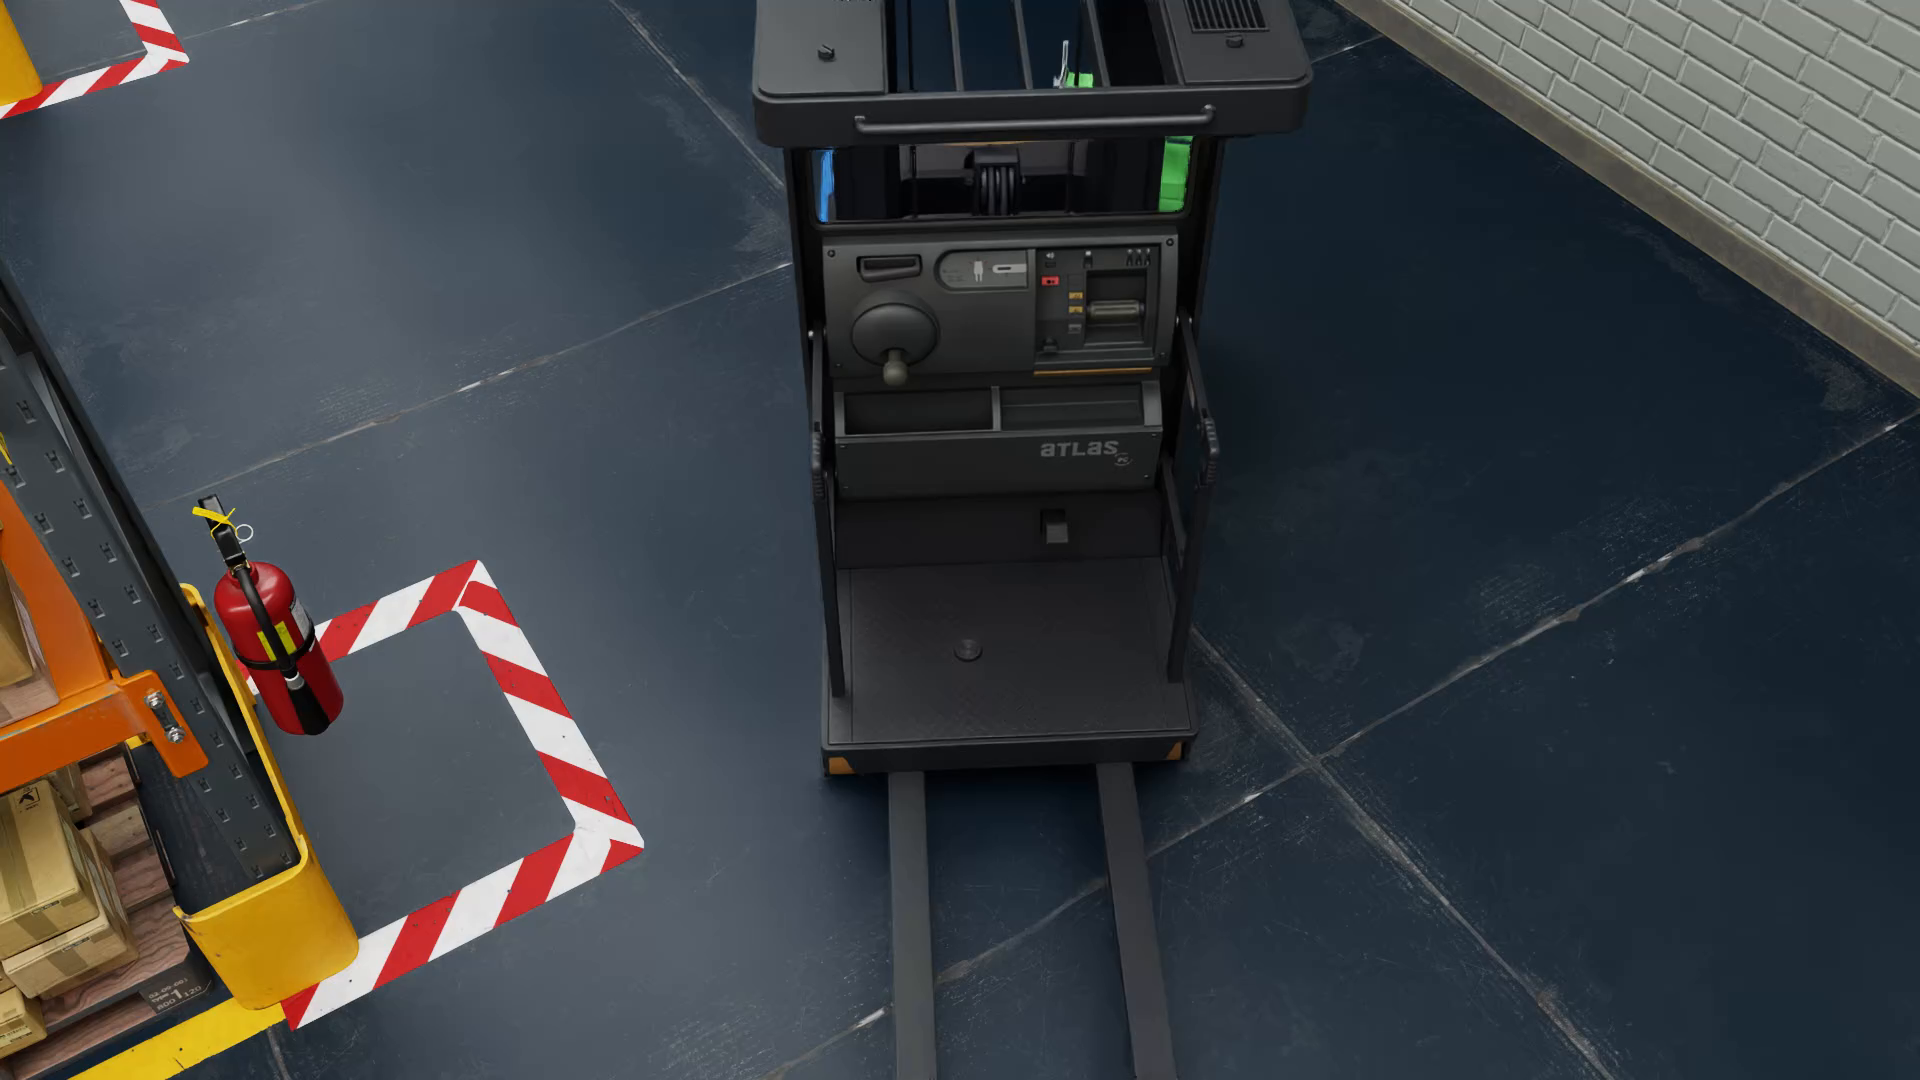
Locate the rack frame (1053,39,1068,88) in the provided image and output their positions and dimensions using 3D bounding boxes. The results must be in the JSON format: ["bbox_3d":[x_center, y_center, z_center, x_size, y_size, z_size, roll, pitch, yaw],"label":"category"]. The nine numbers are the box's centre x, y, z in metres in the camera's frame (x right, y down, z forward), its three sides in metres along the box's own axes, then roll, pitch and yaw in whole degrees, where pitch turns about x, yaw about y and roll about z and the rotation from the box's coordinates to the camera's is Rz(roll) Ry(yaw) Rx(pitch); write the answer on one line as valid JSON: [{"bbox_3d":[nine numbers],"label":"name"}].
[{"bbox_3d":[0.338,-1.215,6.026,0.015,1.200,0.240,8,48,7],"label":"rack frame"}]

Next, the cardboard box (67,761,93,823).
[{"bbox_3d":[-2.686,0.668,4.774,0.250,0.149,0.380,-24,53,-20],"label":"cardboard box"}]

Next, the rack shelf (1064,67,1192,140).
[{"bbox_3d":[0.578,-1.460,5.688,0.480,0.148,0.258,8,48,7],"label":"rack shelf"}]

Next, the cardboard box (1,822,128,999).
[{"bbox_3d":[-2.366,0.953,4.321,0.250,0.149,0.380,-27,53,-22],"label":"cardboard box"}]

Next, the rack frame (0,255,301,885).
[{"bbox_3d":[-2.072,-0.147,3.872,0.127,3.000,1.000,-25,53,-21],"label":"rack frame"}]

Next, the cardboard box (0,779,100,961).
[{"bbox_3d":[-2.384,0.835,4.228,0.250,0.149,0.380,-25,53,-20],"label":"cardboard box"}]

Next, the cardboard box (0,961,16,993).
[{"bbox_3d":[-2.616,1.023,4.259,0.250,0.149,0.380,-26,53,-22],"label":"cardboard box"}]

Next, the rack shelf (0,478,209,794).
[{"bbox_3d":[-3.763,0.889,3.431,4.000,0.370,1.077,-25,53,-21],"label":"rack shelf"}]

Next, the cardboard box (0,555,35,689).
[{"bbox_3d":[-2.314,0.062,3.420,0.500,0.500,0.500,-24,53,-20],"label":"cardboard box"}]

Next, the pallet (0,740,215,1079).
[{"bbox_3d":[-2.842,1.112,4.618,1.213,0.211,1.003,-25,53,-21],"label":"pallet"}]

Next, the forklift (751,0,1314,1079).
[{"bbox_3d":[0.122,-0.513,4.244,1.130,2.935,3.031,-2,48,-2],"label":"forklift"}]

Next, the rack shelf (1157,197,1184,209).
[{"bbox_3d":[0.577,-1.137,6.043,0.480,0.148,0.258,8,48,7],"label":"rack shelf"}]

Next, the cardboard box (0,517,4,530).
[{"bbox_3d":[-2.520,-0.141,4.036,0.250,0.149,0.380,-26,53,-21],"label":"cardboard box"}]

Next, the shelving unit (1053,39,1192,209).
[{"bbox_3d":[0.577,-1.180,5.996,0.503,1.200,0.258,8,48,7],"label":"shelving unit"}]

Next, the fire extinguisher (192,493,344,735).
[{"bbox_3d":[-1.612,0.194,3.870,0.183,0.674,0.296,-25,53,-21],"label":"fire extinguisher"}]

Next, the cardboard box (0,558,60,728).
[{"bbox_3d":[-2.197,0.245,3.691,0.250,0.149,0.380,-25,53,-21],"label":"cardboard box"}]

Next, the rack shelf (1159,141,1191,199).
[{"bbox_3d":[0.578,-1.299,5.865,0.480,0.148,0.258,8,48,7],"label":"rack shelf"}]

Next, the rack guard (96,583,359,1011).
[{"bbox_3d":[-2.136,0.715,4.779,0.348,0.500,1.175,-25,53,-21],"label":"rack guard"}]

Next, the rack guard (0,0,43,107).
[{"bbox_3d":[-4.612,-2.498,7.640,0.348,0.500,1.175,-25,53,-21],"label":"rack guard"}]

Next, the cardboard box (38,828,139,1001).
[{"bbox_3d":[-2.406,1.003,4.476,0.250,0.149,0.380,-24,53,-20],"label":"cardboard box"}]

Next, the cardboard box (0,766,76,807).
[{"bbox_3d":[-2.652,0.609,4.628,0.250,0.149,0.380,-23,52,-19],"label":"cardboard box"}]

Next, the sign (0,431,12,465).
[{"bbox_3d":[-1.792,-0.279,3.003,0.005,0.325,0.100,-25,53,-21],"label":"sign"}]

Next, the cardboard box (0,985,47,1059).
[{"bbox_3d":[-2.569,1.169,4.328,0.250,0.149,0.380,-24,52,-20],"label":"cardboard box"}]
